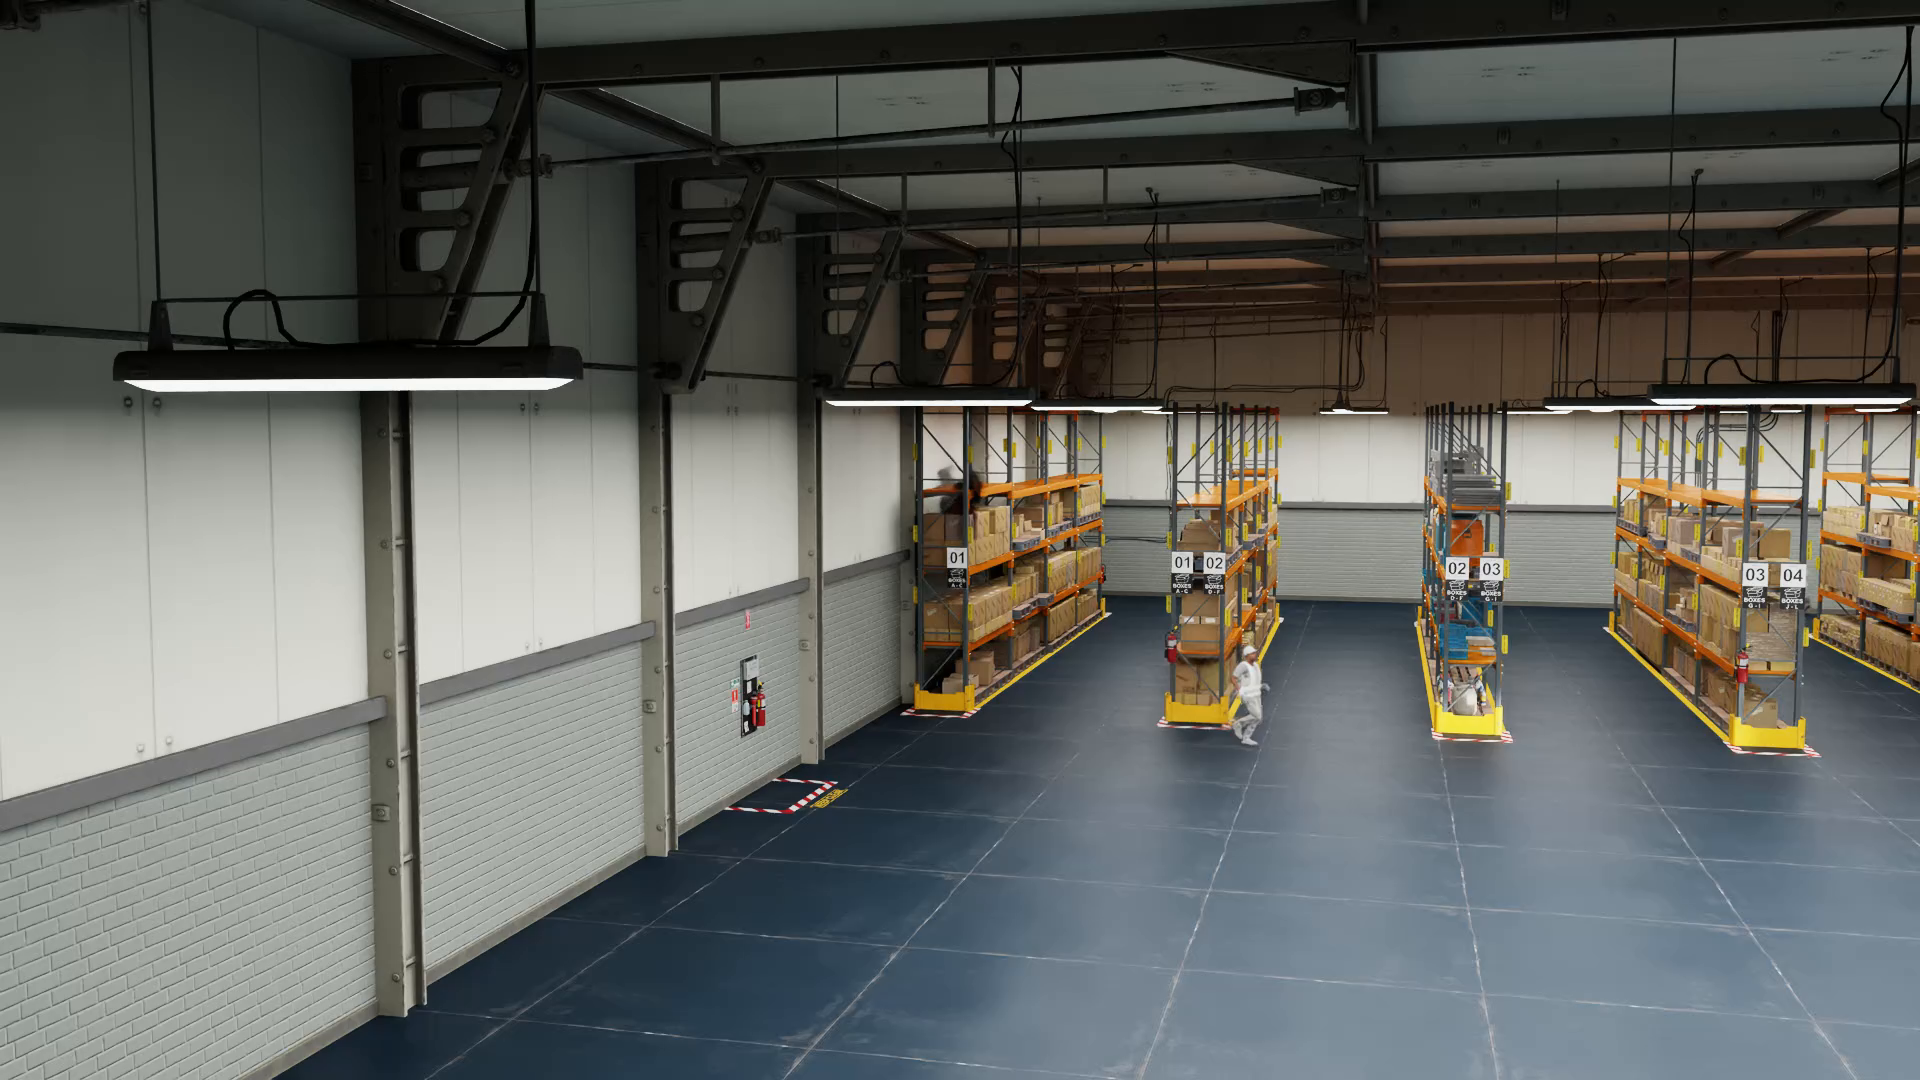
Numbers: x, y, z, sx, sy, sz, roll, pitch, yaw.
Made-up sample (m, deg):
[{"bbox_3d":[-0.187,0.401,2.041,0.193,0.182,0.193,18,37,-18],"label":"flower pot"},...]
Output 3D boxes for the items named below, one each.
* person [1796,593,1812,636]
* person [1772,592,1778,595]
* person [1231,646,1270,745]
[{"bbox_3d":[20.205,1.915,40.147,0.620,1.792,0.776,1,4,19],"label":"person"},{"bbox_3d":[21.138,1.652,43.688,0.620,1.714,0.700,-3,5,-31],"label":"person"},{"bbox_3d":[5.079,2.713,29.004,0.596,1.734,0.693,3,5,37],"label":"person"}]
